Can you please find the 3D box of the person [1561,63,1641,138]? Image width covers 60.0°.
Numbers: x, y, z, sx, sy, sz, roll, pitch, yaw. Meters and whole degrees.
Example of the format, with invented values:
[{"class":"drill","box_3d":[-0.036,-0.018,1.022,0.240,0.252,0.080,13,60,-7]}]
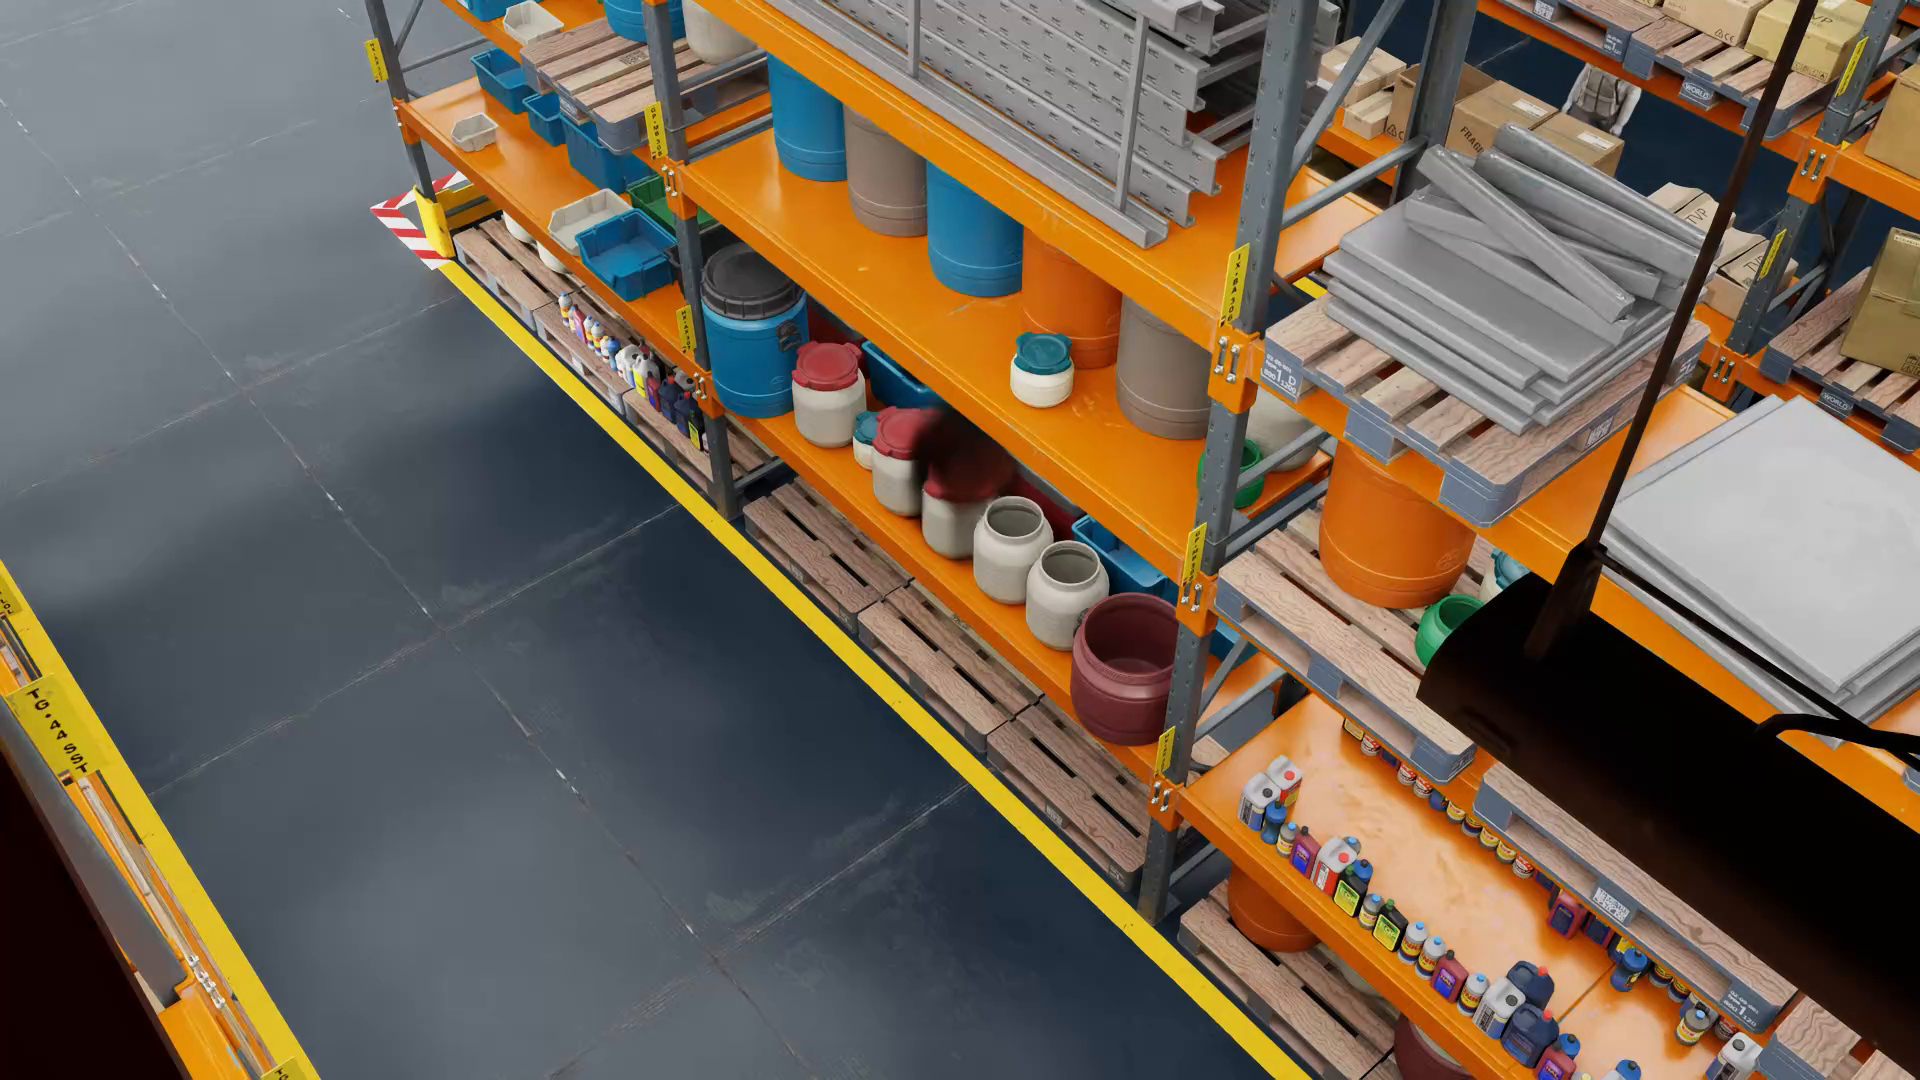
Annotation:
[{"class":"person","box_3d":[4.975,-3.327,12.985,0.541,1.665,0.411,21,50,19]}]
